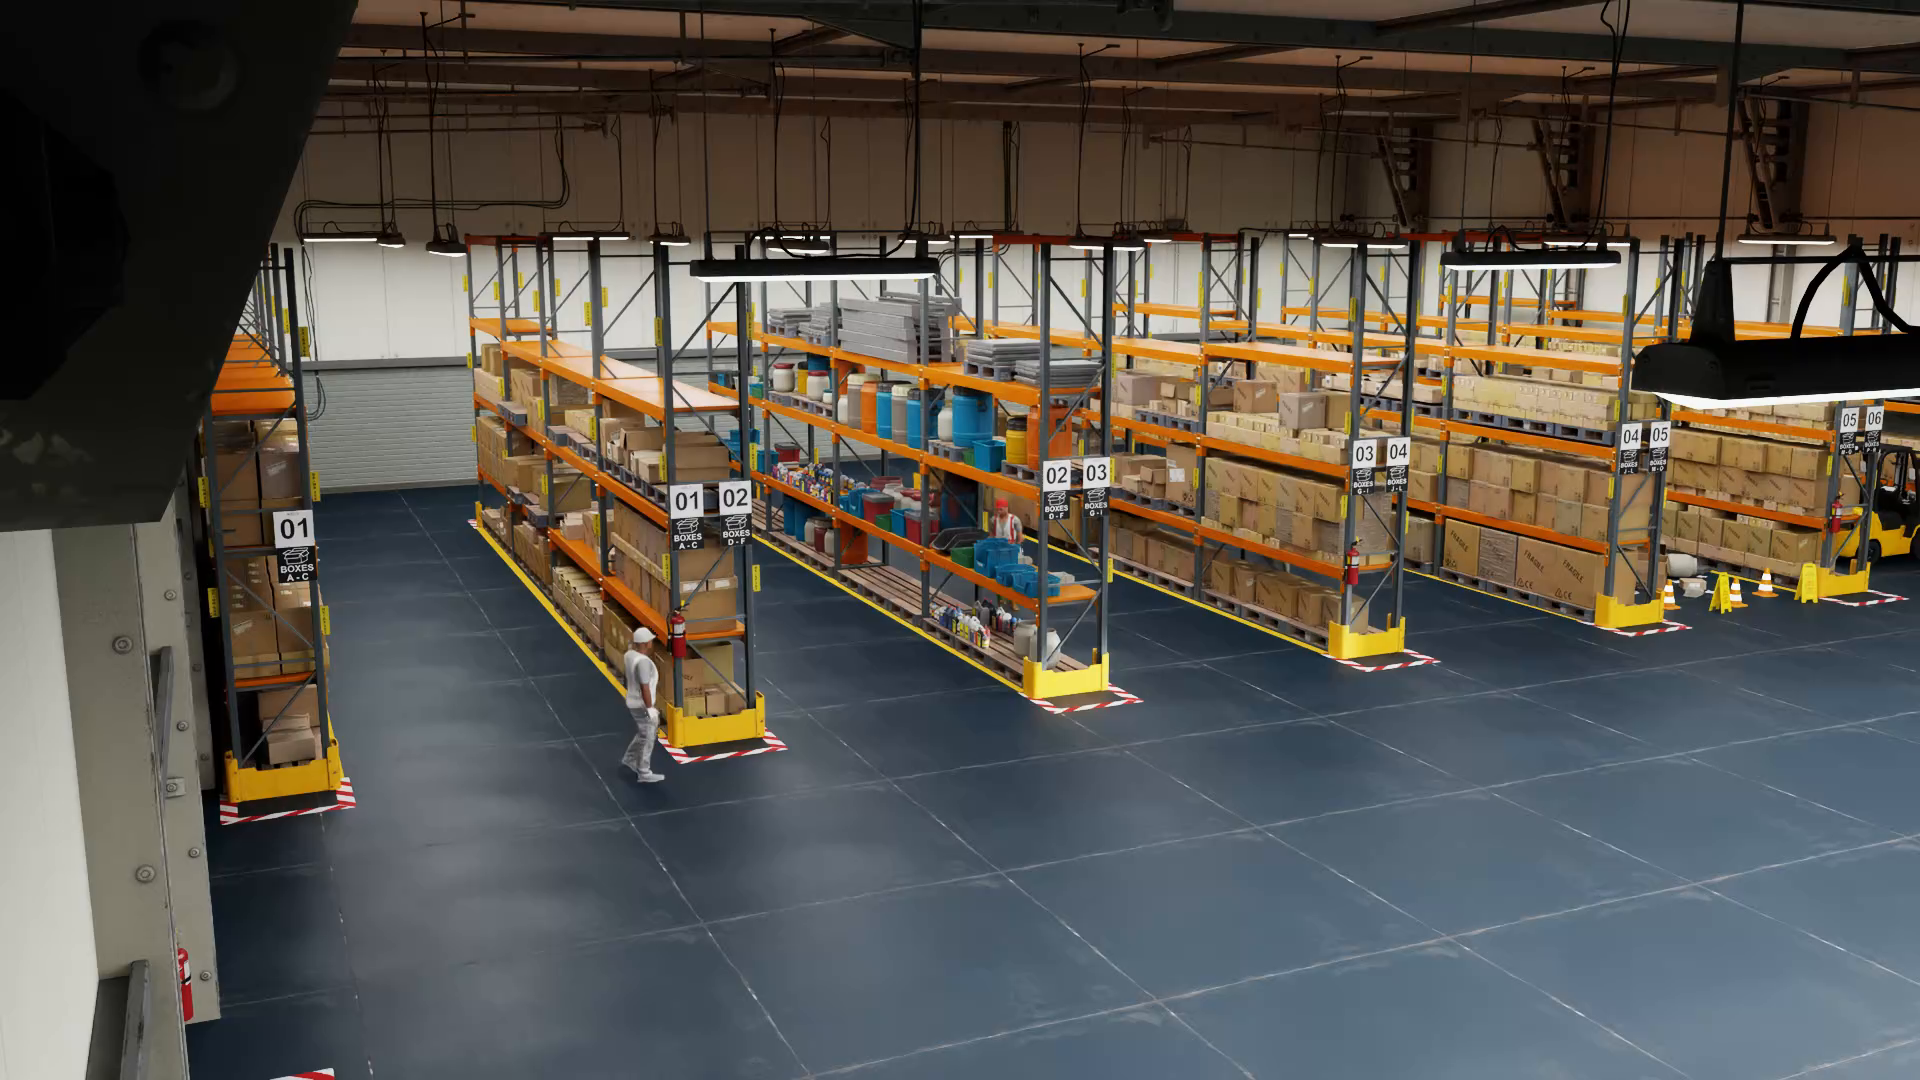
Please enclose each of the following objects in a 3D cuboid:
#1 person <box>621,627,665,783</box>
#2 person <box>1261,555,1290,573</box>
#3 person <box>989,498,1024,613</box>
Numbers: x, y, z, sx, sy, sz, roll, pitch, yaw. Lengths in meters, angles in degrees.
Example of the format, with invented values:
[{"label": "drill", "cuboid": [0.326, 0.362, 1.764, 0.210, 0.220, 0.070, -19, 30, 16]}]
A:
[{"label": "person", "cuboid": [-3.625, 1.867, 18.865, 0.483, 1.783, 0.649, -2, 11, -13]}, {"label": "person", "cuboid": [5.610, -0.099, 29.186, 0.602, 1.678, 0.444, 8, 14, 37]}, {"label": "person", "cuboid": [0.750, 0.240, 27.088, 0.580, 1.854, 0.464, -1, 11, -6]}]
